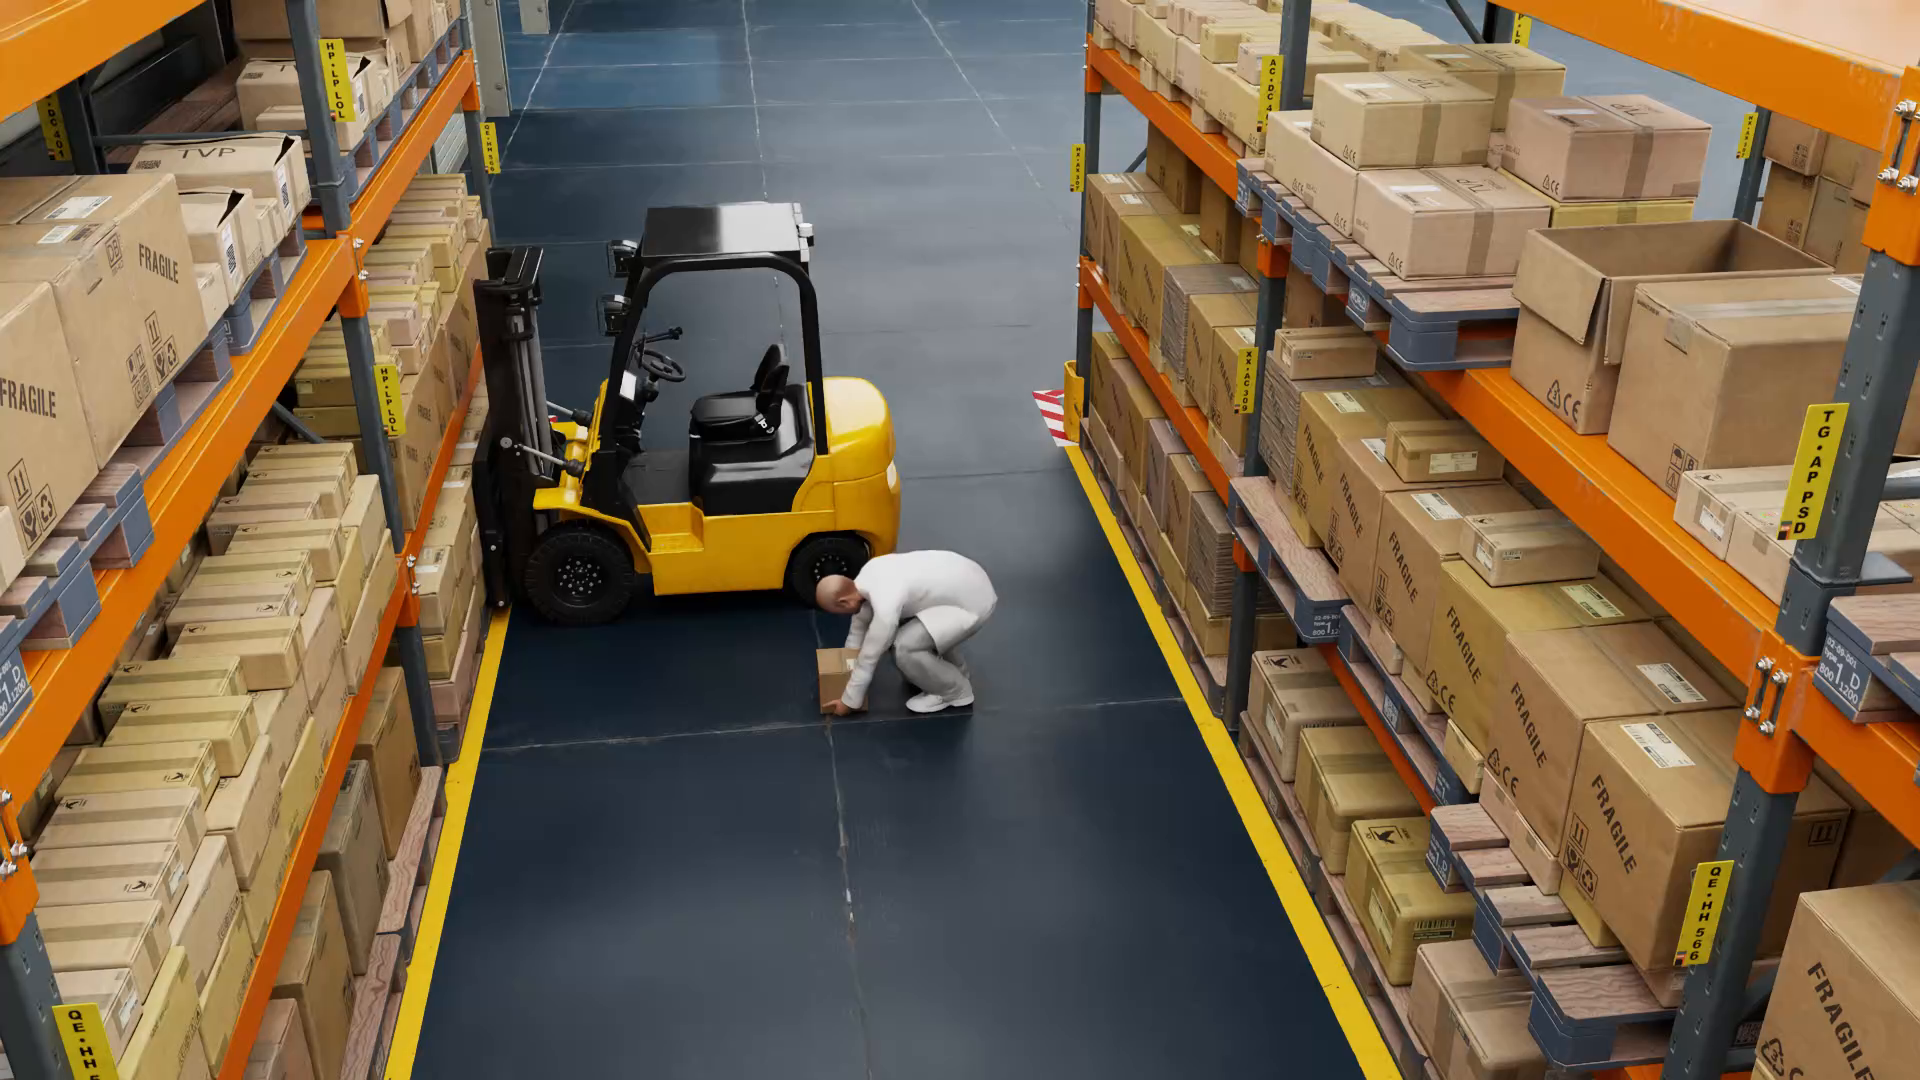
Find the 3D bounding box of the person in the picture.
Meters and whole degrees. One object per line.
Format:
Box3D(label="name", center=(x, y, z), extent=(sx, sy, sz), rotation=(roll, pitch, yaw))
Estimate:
Box3D(label="person", center=(-0.278, 0.477, 8.776), extent=(0.949, 0.836, 0.582), rotation=(-4, 27, -8))
